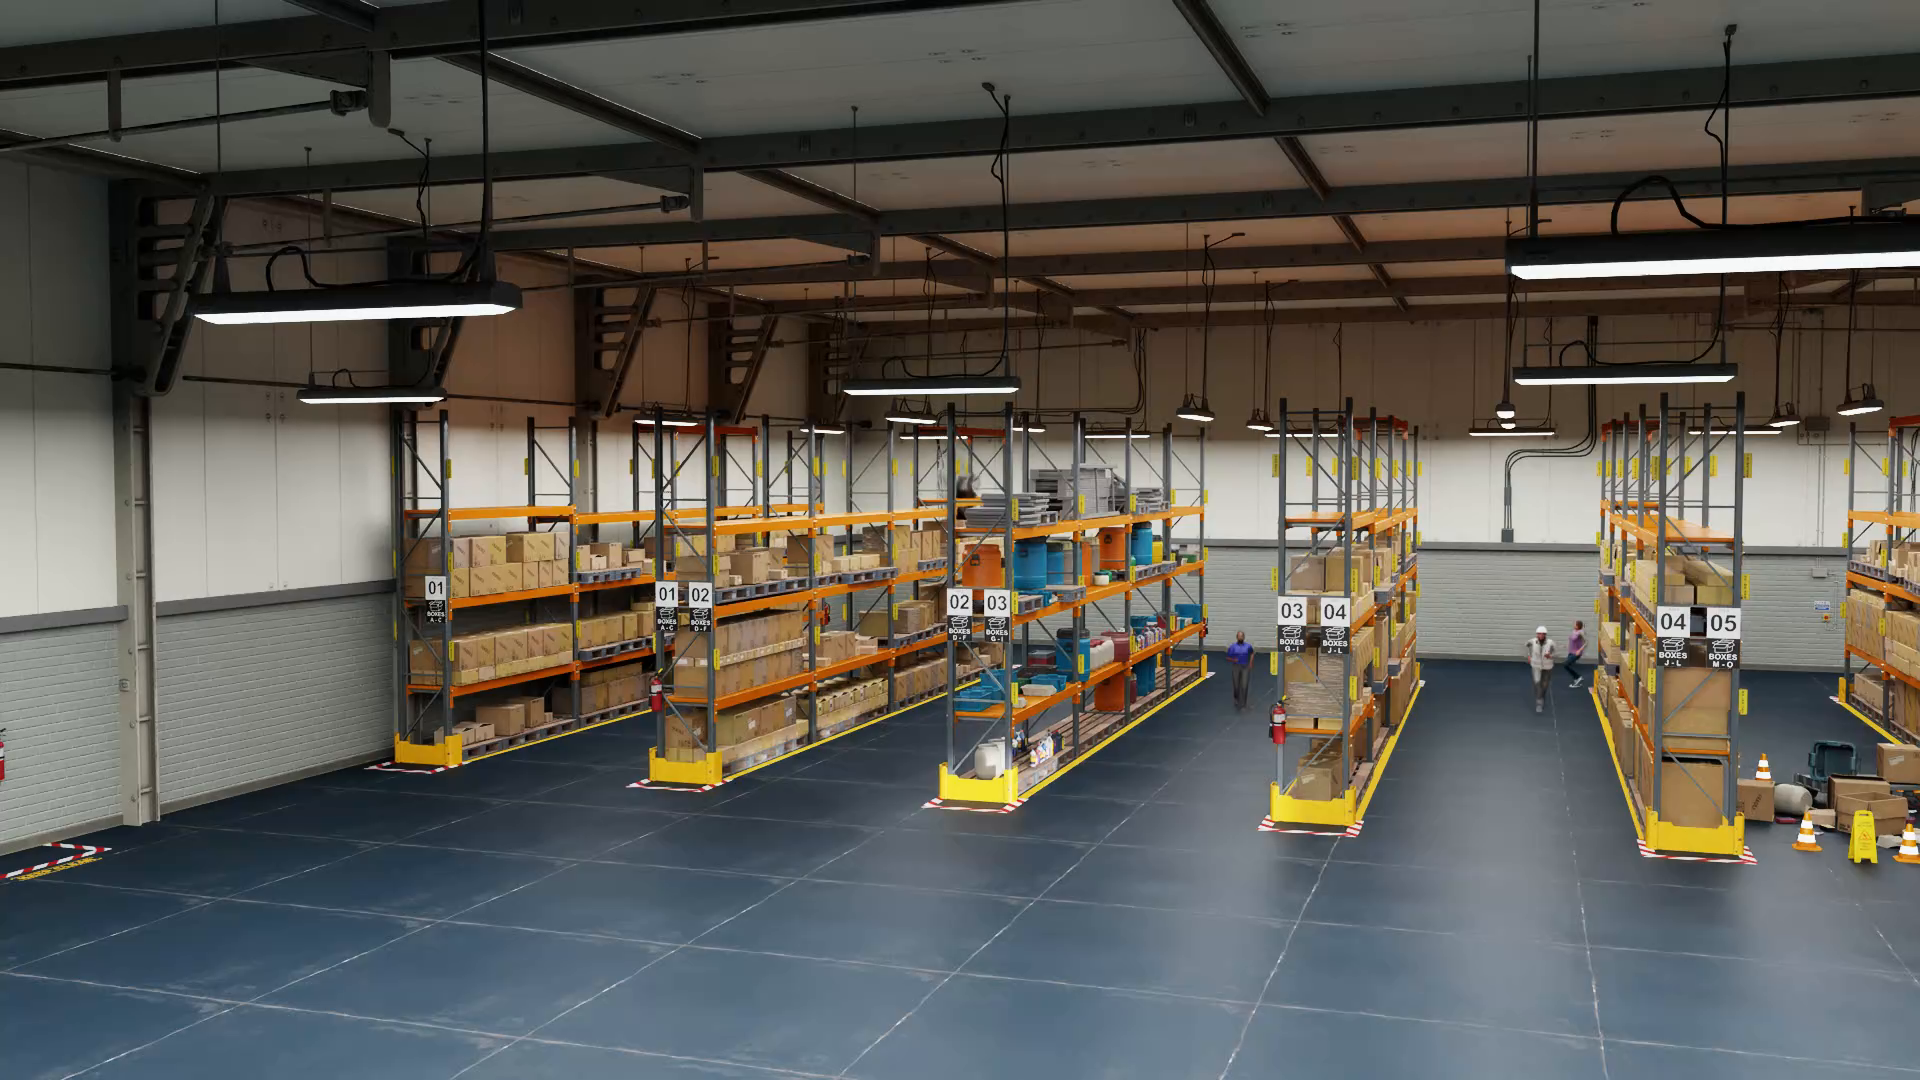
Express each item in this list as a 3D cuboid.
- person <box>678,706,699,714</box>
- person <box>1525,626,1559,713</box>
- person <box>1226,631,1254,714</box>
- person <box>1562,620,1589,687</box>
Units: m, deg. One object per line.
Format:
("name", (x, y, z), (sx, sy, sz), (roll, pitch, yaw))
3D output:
("person", (-4.830, 2.886, 29.744), (0.650, 1.682, 0.566), (1, 3, 14))
("person", (12.060, 2.661, 34.466), (0.657, 1.789, 0.989), (1, 3, 15))
("person", (5.761, 2.695, 34.161), (0.579, 1.657, 0.924), (0, 2, 7))
("person", (14.036, 2.600, 37.981), (0.498, 1.556, 0.618), (0, 2, -5))
